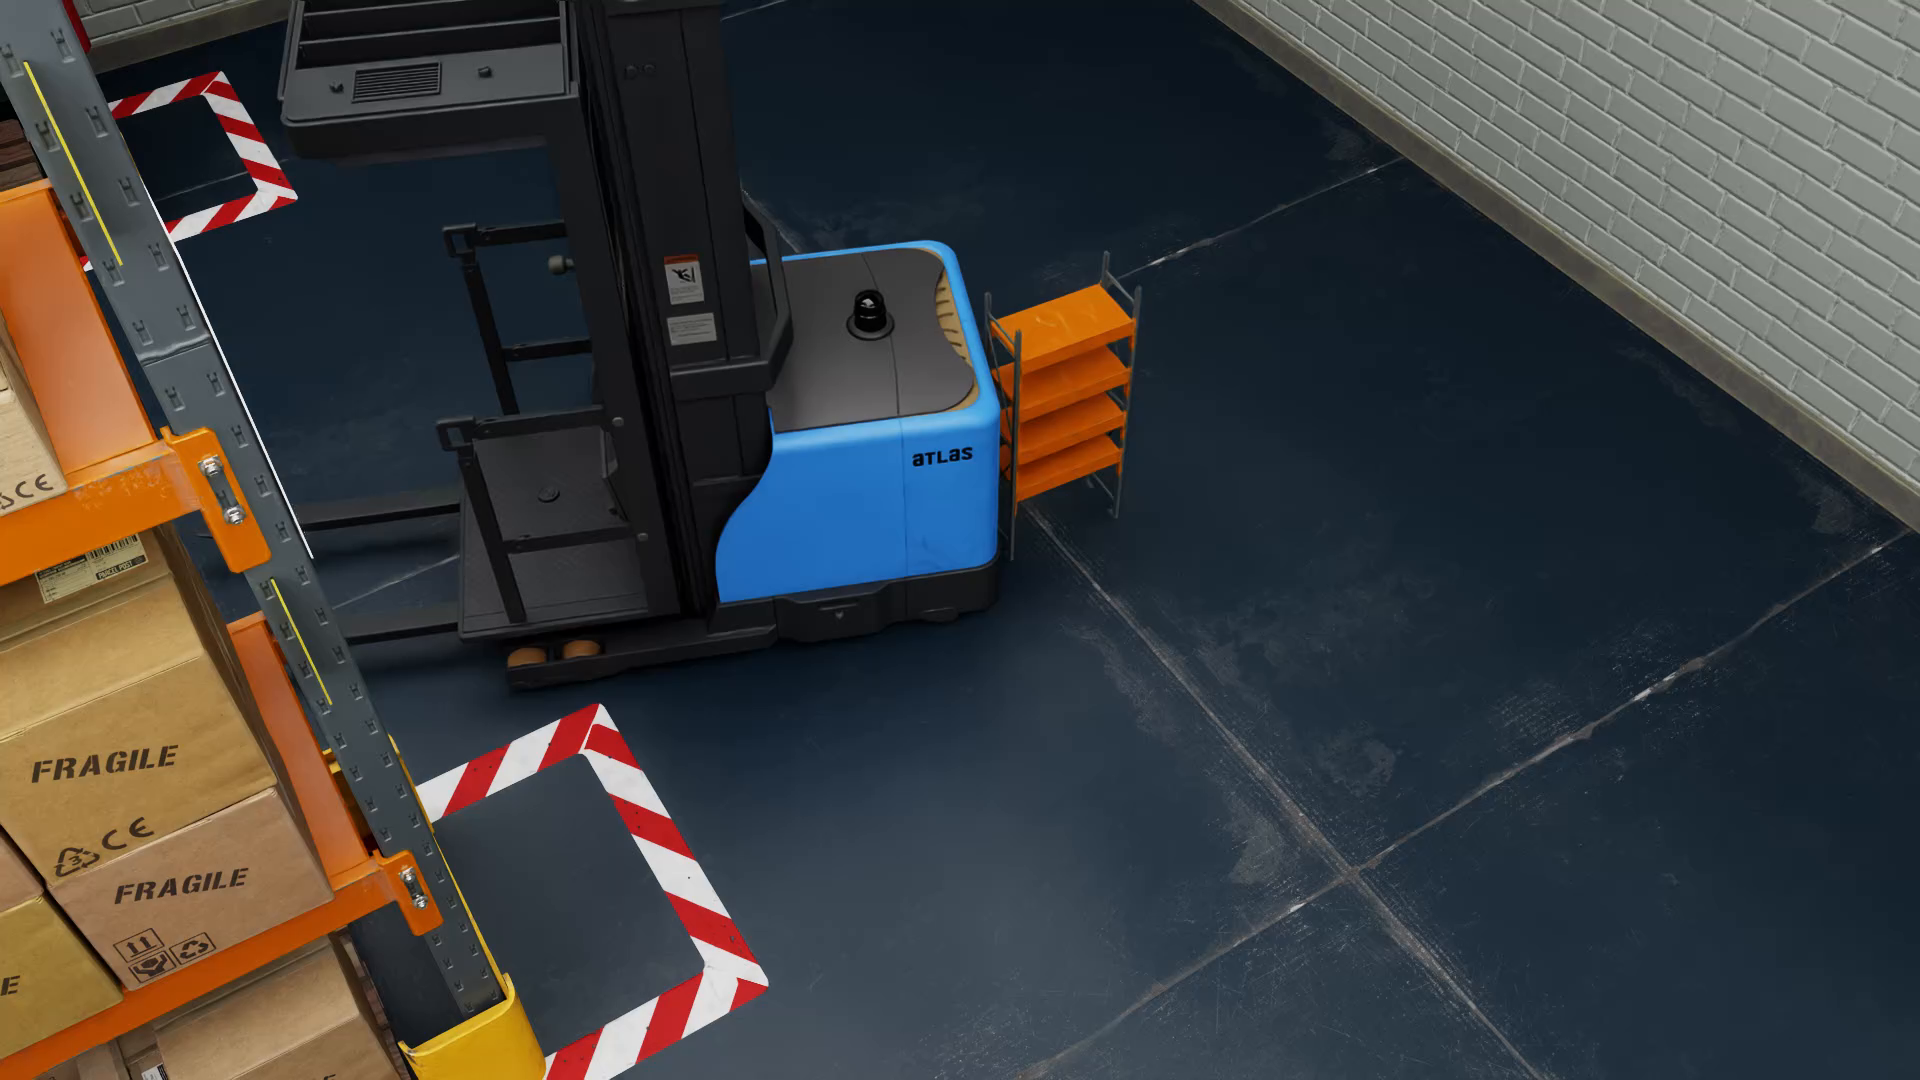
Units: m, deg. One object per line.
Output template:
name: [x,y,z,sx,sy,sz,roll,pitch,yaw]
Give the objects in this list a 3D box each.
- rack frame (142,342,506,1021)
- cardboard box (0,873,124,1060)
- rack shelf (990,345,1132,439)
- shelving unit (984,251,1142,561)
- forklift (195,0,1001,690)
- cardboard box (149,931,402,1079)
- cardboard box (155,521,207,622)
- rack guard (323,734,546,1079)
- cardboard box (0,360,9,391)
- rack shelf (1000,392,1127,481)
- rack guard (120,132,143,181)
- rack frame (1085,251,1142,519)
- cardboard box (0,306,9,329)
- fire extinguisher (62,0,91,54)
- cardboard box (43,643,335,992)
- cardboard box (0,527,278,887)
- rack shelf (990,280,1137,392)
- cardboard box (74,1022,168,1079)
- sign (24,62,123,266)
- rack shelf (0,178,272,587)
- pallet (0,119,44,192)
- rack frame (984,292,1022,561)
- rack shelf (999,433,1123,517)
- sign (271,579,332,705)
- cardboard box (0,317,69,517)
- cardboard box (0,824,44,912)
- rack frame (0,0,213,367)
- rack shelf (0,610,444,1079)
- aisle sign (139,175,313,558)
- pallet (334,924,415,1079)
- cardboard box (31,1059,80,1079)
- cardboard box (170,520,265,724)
rack frame: [-1.666,0.350,4.375,0.127,3.000,1.000,-25,53,-21]
cardboard box: [-2.336,0.876,3.840,0.500,0.500,0.500,-25,53,-20]
rack shelf: [0.366,-0.585,6.203,0.480,0.148,0.258,-22,52,-18]
shelving unit: [0.366,-0.481,6.320,0.503,1.200,0.258,-22,52,-18]
forklift: [-1.414,-0.850,5.490,3.031,2.935,1.130,-8,49,-7]
cardboard box: [-1.994,1.407,4.813,0.500,0.500,0.500,-25,53,-21]
cardboard box: [-2.181,-0.006,3.955,0.500,0.500,0.500,-24,52,-20]
rack guard: [-1.730,1.211,5.282,0.348,0.500,1.175,-25,53,-21]
cardboard box: [-1.964,-0.398,2.799,0.500,0.250,0.500,-25,53,-21]
rack shelf: [0.366,-0.436,6.370,0.480,0.148,0.258,-22,52,-18]
rack guard: [-4.292,-1.956,8.102,0.348,0.500,1.175,-25,53,-21]
rack frame: [0.581,-0.567,6.396,0.015,1.200,0.240,-22,52,-18]
cardboard box: [-2.236,-0.554,3.272,0.500,0.250,0.500,-25,53,-21]
fire extinguisher: [-3.938,-2.396,7.122,0.183,0.674,0.296,-25,53,-21]
cardboard box: [-1.899,0.667,4.026,0.500,0.500,0.500,-24,52,-20]
cardboard box: [-1.895,0.335,3.652,0.500,0.500,0.500,-26,53,-21]
rack shelf: [0.366,-0.742,6.027,0.480,0.148,0.258,-22,52,-18]
cardboard box: [-2.384,1.623,4.844,0.250,0.166,0.380,-25,53,-21]
sign: [-1.386,-0.584,2.605,0.005,0.325,0.100,-25,53,-21]
rack shelf: [-3.357,0.388,2.814,4.000,0.370,1.077,-25,53,-21]
pallet: [-4.946,-1.482,7.874,1.213,0.211,1.003,-25,53,-21]
rack frame: [0.150,-0.395,6.244,0.015,1.200,0.240,-22,52,-18]
rack shelf: [0.366,-0.304,6.519,0.480,0.148,0.258,-22,52,-18]
sign: [-1.386,0.218,3.505,0.005,0.325,0.100,-25,53,-21]
cardboard box: [-1.959,-0.227,2.980,0.500,0.250,0.500,-25,53,-21]
cardboard box: [-2.322,0.537,3.472,0.500,0.500,0.500,-24,53,-20]
rack frame: [-1.666,-1.645,2.135,0.127,3.000,1.000,-25,53,-21]
rack shelf: [-3.357,1.386,3.934,4.000,0.370,1.077,-25,53,-21]
aisle sign: [-1.444,-0.348,3.256,0.004,0.787,0.394,-25,53,-21]
pallet: [-2.404,1.626,5.106,1.213,0.211,1.003,-25,53,-21]
cardboard box: [-2.700,1.355,5.027,0.500,0.250,0.500,-25,53,-21]
cardboard box: [-2.181,0.327,4.329,0.500,0.500,0.500,-24,53,-20]
